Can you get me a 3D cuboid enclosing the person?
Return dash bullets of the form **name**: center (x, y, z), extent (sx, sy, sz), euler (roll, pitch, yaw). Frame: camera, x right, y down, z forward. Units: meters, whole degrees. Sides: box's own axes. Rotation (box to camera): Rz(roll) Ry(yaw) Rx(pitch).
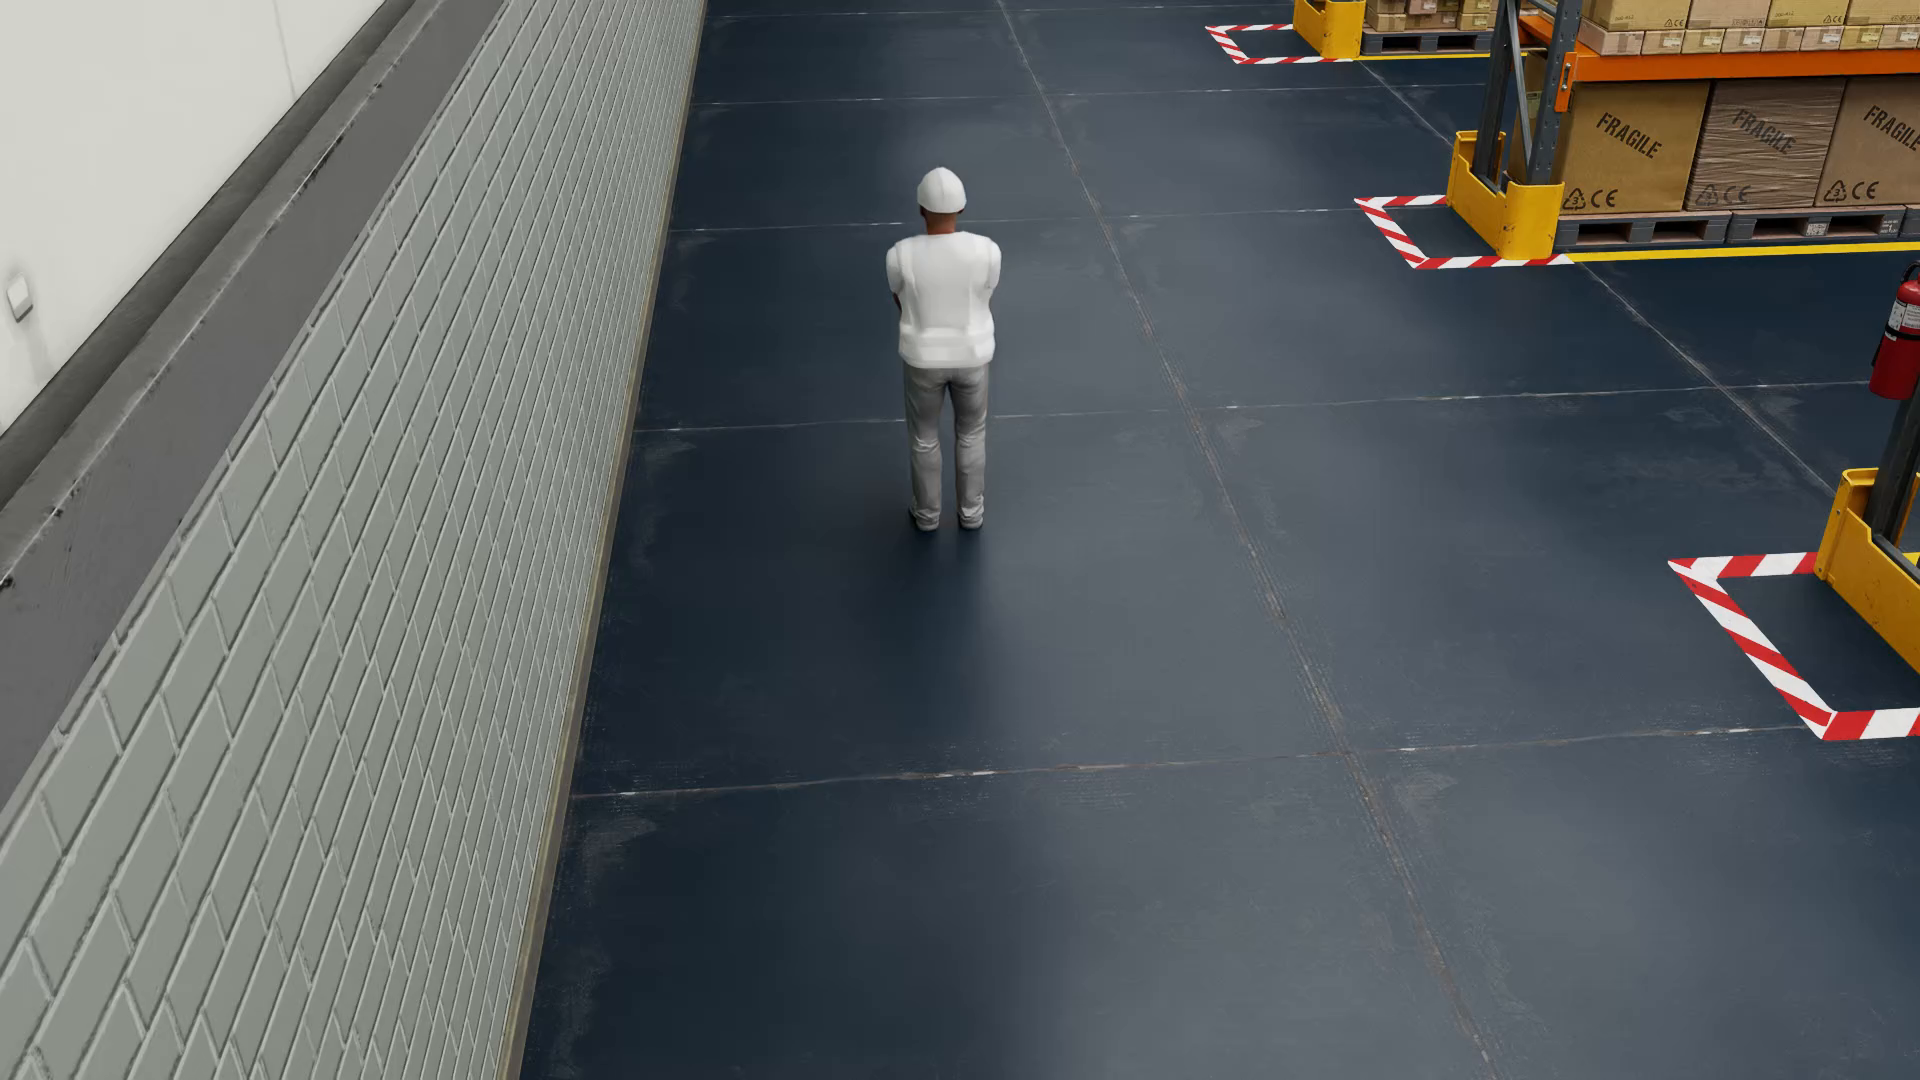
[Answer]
- **person**: center (-0.081, -0.877, 7.576), extent (0.504, 1.762, 0.566), euler (-2, 31, -4)
